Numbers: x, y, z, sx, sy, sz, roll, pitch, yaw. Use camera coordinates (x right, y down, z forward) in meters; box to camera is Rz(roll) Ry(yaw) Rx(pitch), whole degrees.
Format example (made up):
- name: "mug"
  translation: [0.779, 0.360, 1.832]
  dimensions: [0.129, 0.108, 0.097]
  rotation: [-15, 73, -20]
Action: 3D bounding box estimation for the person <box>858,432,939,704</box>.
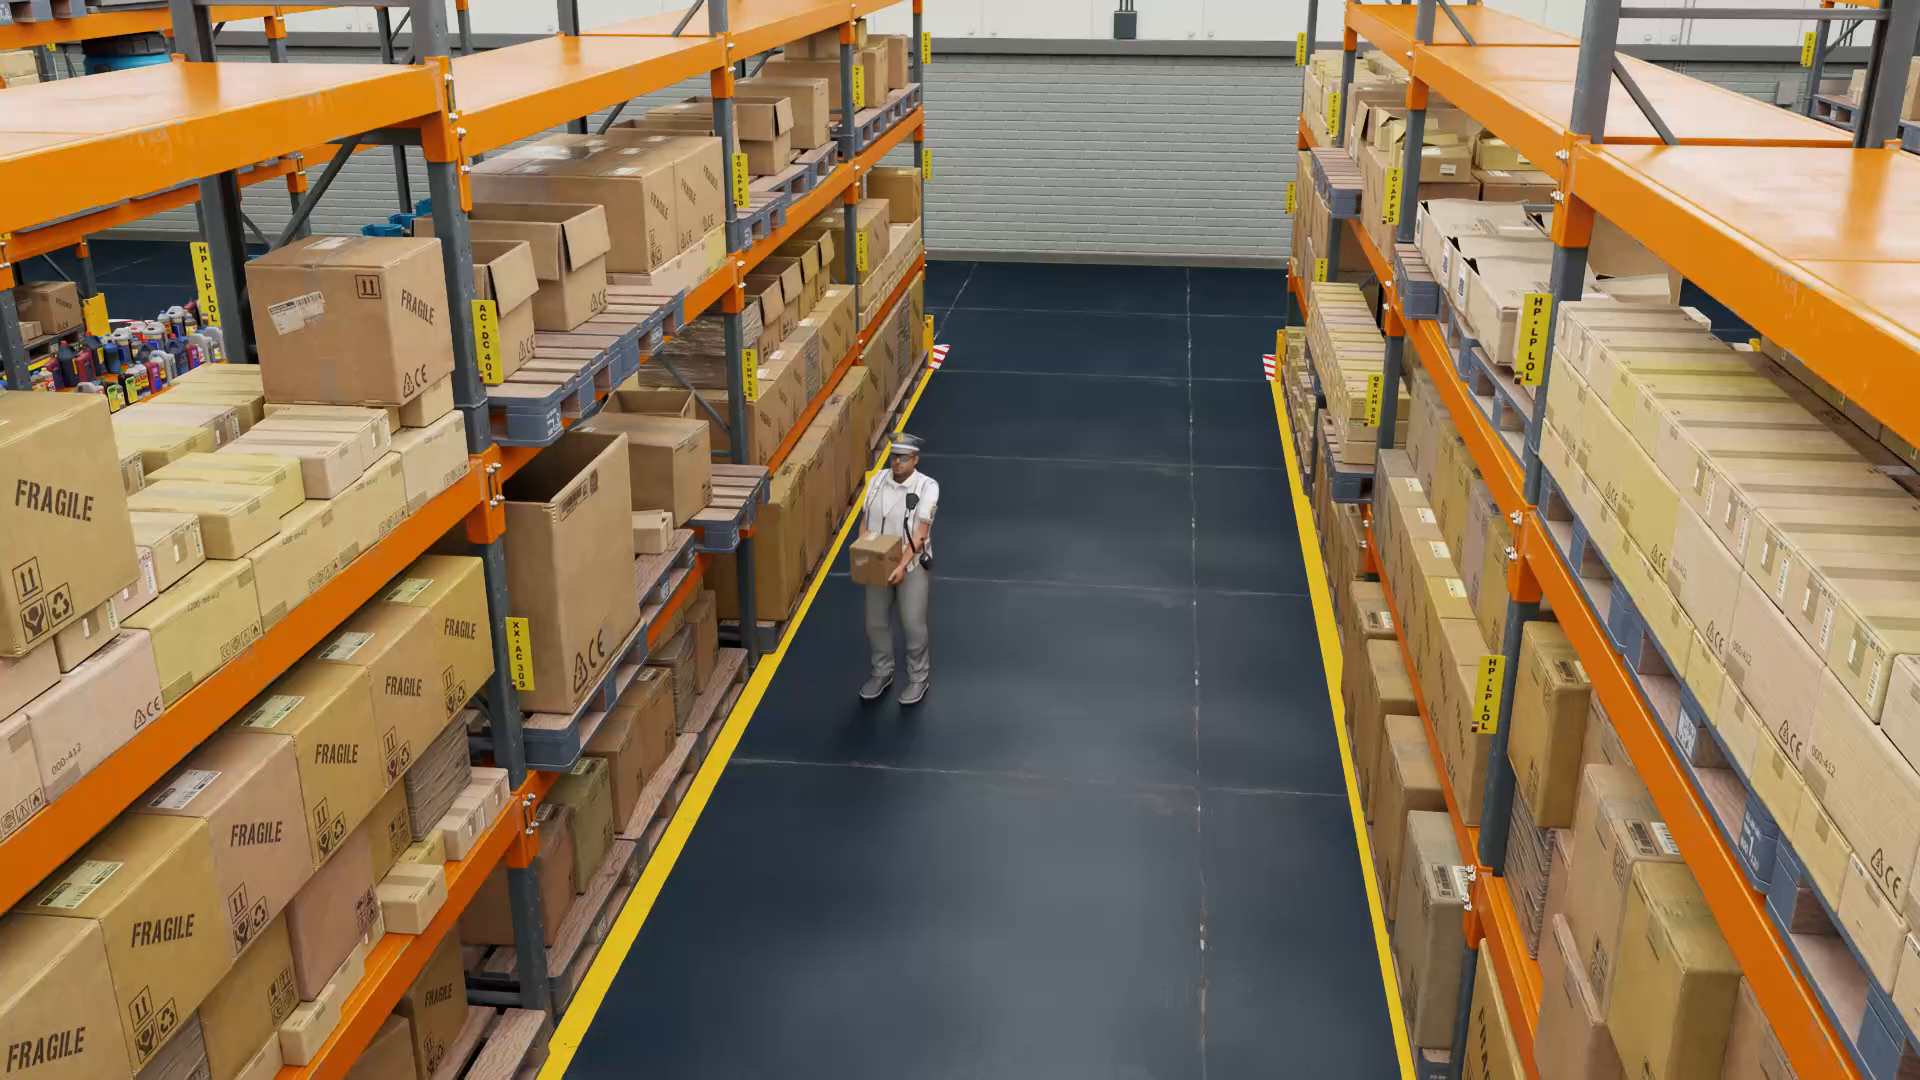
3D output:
- name: "person"
  translation: [-0.419, 0.182, 10.569]
  dimensions: [0.494, 1.768, 0.571]
  rotation: [10, 23, 23]
